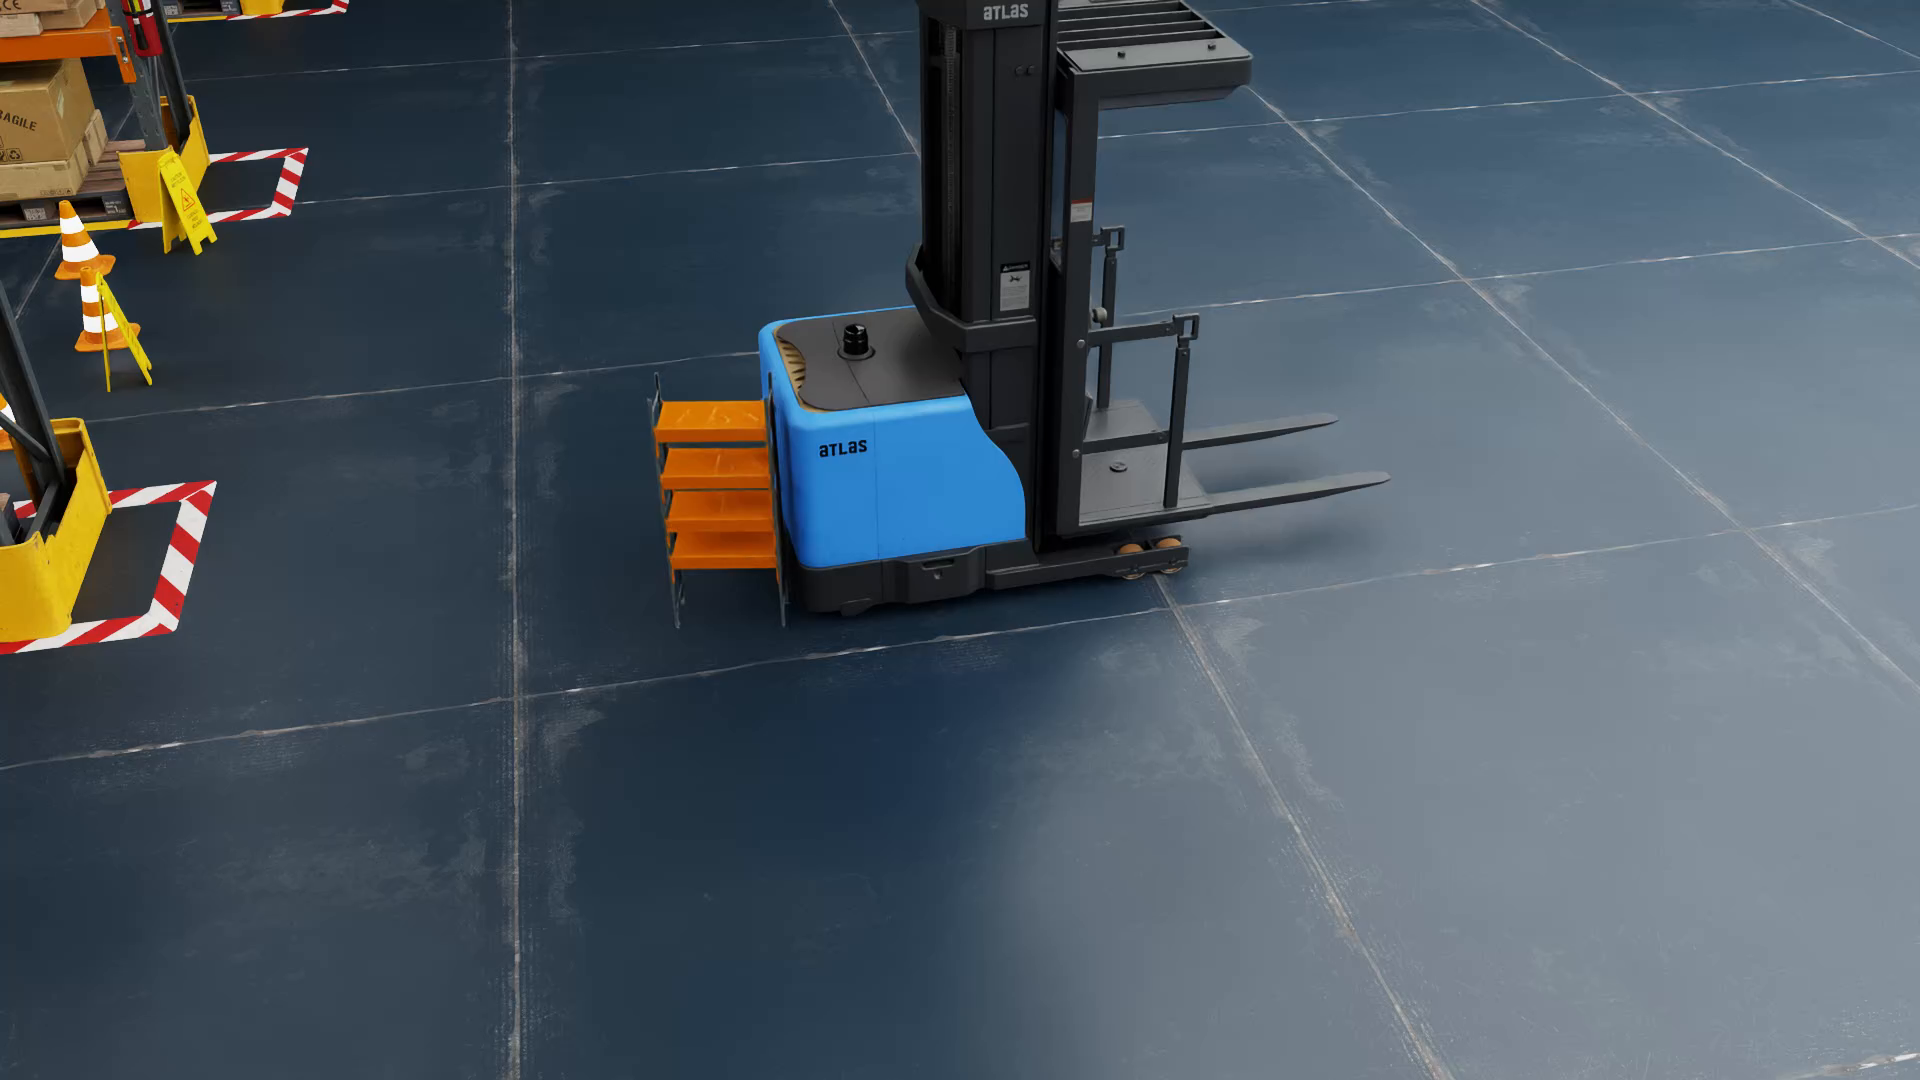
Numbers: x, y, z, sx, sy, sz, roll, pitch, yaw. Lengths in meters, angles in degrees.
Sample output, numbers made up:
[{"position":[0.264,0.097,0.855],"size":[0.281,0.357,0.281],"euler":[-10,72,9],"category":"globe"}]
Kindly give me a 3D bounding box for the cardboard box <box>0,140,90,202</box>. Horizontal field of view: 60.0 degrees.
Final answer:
[{"position":[-6.350,-2.565,11.471],"size":[0.500,0.250,0.500],"euler":[-7,35,-11],"category":"cardboard box"}]

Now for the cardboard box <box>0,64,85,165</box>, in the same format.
[{"position":[-6.322,-2.884,11.274],"size":[0.500,0.500,0.500],"euler":[-7,34,-10],"category":"cardboard box"}]

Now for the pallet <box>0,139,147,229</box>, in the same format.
[{"position":[-6.472,-2.533,11.835],"size":[1.213,0.211,1.003],"euler":[-7,35,-11],"category":"pallet"}]

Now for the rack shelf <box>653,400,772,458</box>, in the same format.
[{"position":[-1.061,-0.485,7.188],"size":[0.480,0.148,0.258],"euler":[-1,34,-1],"category":"rack shelf"}]

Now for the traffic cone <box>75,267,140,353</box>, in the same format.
[{"position":[-5.156,-1.412,9.938],"size":[0.334,0.463,0.336],"euler":[-7,35,-11],"category":"traffic cone"}]

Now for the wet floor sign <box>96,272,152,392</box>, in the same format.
[{"position":[-4.816,-1.205,9.466],"size":[0.232,0.644,0.267],"euler":[-13,36,-19],"category":"wet floor sign"}]

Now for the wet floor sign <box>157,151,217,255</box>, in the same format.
[{"position":[-5.176,-2.245,11.016],"size":[0.232,0.644,0.267],"euler":[4,34,6],"category":"wet floor sign"}]

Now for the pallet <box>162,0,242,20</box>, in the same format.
[{"position":[-7.433,-5.203,15.814],"size":[1.213,0.211,1.003],"euler":[-7,35,-11],"category":"pallet"}]

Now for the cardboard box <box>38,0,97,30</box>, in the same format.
[{"position":[-5.915,-3.514,11.020],"size":[0.250,0.149,0.380],"euler":[-6,34,-9],"category":"cardboard box"}]

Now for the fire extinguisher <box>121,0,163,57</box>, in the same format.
[{"position":[-5.384,-3.512,10.861],"size":[0.183,0.674,0.296],"euler":[-7,35,-11],"category":"fire extinguisher"}]

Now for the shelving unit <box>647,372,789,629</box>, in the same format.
[{"position":[-1.059,-0.159,7.407],"size":[0.503,1.200,0.258],"euler":[-1,34,-1],"category":"shelving unit"}]

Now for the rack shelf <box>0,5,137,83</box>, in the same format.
[{"position":[-7.548,-3.236,11.026],"size":[4.000,0.370,1.077],"euler":[-7,35,-11],"category":"rack shelf"}]

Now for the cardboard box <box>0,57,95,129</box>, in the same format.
[{"position":[-6.469,-3.173,11.703],"size":[0.500,0.500,0.500],"euler":[-8,35,-12],"category":"cardboard box"}]

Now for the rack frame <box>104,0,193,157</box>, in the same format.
[{"position":[-5.598,-3.781,11.192],"size":[0.127,3.000,1.000],"euler":[-7,35,-11],"category":"rack frame"}]

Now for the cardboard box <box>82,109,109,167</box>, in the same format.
[{"position":[-6.446,-2.864,11.917],"size":[0.500,0.250,0.500],"euler":[-7,35,-11],"category":"cardboard box"}]

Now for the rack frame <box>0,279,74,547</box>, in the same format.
[{"position":[-4.407,-1.103,7.201],"size":[0.127,3.000,1.000],"euler":[-7,35,-11],"category":"rack frame"}]

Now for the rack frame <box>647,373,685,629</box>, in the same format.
[{"position":[-1.303,-0.156,7.405],"size":[0.015,1.200,0.240],"euler":[-1,34,-1],"category":"rack frame"}]

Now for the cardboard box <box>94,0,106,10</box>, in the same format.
[{"position":[-5.975,-3.747,11.367],"size":[0.250,0.149,0.380],"euler":[-7,35,-10],"category":"cardboard box"}]

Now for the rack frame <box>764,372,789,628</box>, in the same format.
[{"position":[-0.815,-0.162,7.410],"size":[0.015,1.200,0.240],"euler":[-1,34,-1],"category":"rack frame"}]

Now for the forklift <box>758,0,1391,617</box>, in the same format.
[{"position":[0.610,-1.306,7.565],"size":[3.031,2.935,1.130],"euler":[-8,35,-12],"category":"forklift"}]

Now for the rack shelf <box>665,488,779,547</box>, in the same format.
[{"position":[-1.059,-0.103,7.445],"size":[0.480,0.148,0.258],"euler":[-1,34,-1],"category":"rack shelf"}]

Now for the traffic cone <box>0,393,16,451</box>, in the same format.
[{"position":[-5.238,-0.756,8.961],"size":[0.334,0.463,0.336],"euler":[-7,35,-11],"category":"traffic cone"}]

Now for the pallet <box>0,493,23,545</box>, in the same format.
[{"position":[-5.170,0.196,7.769],"size":[1.213,0.211,1.003],"euler":[-7,35,-11],"category":"pallet"}]

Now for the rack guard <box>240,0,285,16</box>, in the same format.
[{"position":[-6.673,-5.443,15.912],"size":[0.348,0.500,1.175],"euler":[-7,35,-11],"category":"rack guard"}]

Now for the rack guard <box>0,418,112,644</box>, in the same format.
[{"position":[-4.384,-0.068,7.902],"size":[0.348,0.500,1.175],"euler":[-7,35,-11],"category":"rack guard"}]

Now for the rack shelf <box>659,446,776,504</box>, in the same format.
[{"position":[-1.060,-0.289,7.320],"size":[0.480,0.148,0.258],"euler":[-1,34,-1],"category":"rack shelf"}]

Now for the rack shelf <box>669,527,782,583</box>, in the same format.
[{"position":[-1.058,0.062,7.556],"size":[0.480,0.148,0.258],"euler":[-1,34,-1],"category":"rack shelf"}]

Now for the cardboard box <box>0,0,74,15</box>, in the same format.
[{"position":[-6.066,-3.729,10.759],"size":[0.500,0.500,0.500],"euler":[-8,35,-11],"category":"cardboard box"}]

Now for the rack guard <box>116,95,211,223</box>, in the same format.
[{"position":[-5.672,-2.733,11.874],"size":[0.348,0.500,1.175],"euler":[-7,35,-11],"category":"rack guard"}]

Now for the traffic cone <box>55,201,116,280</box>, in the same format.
[{"position":[-5.733,-1.973,10.775],"size":[0.334,0.463,0.336],"euler":[-7,35,-11],"category":"traffic cone"}]

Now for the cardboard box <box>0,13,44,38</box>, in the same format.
[{"position":[-6.138,-3.423,10.884],"size":[0.250,0.149,0.380],"euler":[-8,35,-11],"category":"cardboard box"}]
